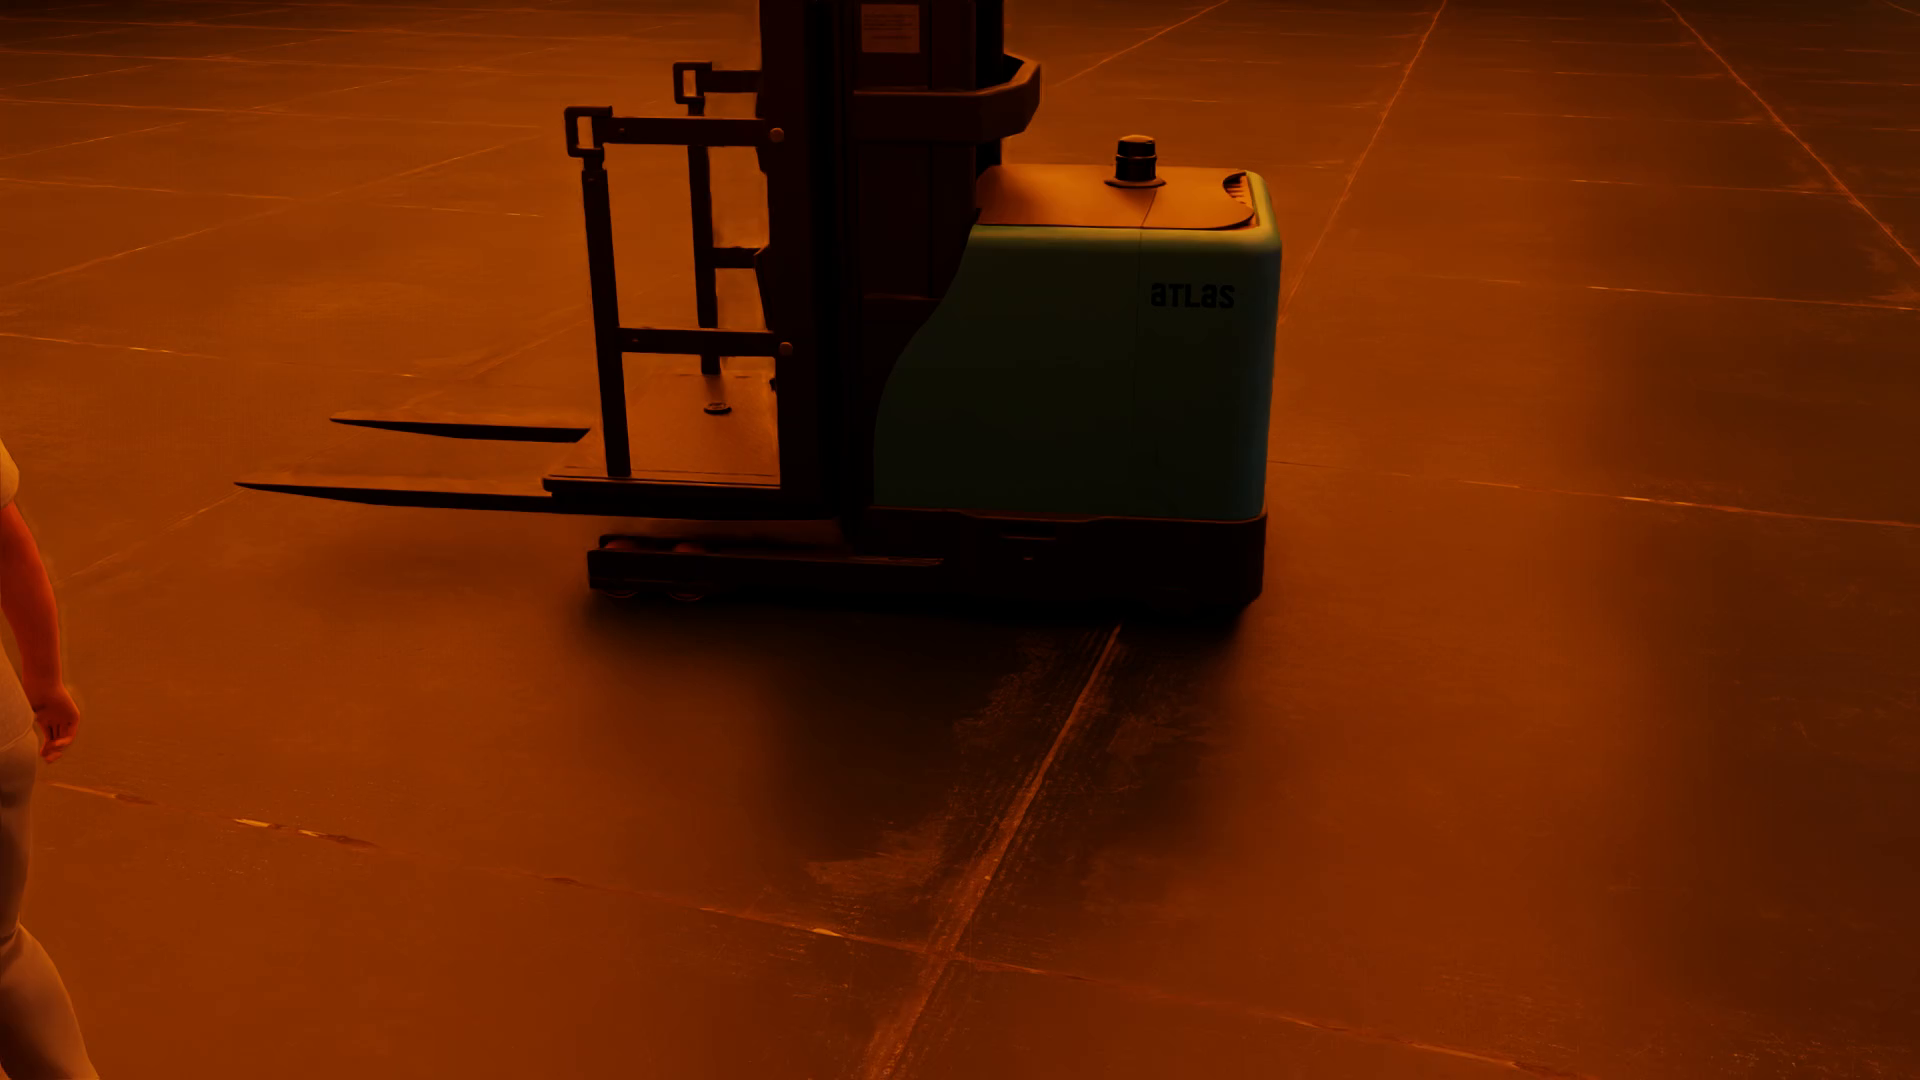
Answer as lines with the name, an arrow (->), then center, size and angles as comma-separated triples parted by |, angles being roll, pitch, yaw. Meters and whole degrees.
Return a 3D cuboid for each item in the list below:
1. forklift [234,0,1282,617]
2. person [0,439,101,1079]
forklift -> -0.622, -1.376, 4.613 | 3.031, 2.935, 1.130 | 3, 23, 6
person -> -1.384, 0.312, 2.138 | 0.407, 1.680, 0.543 | 6, 23, 15
